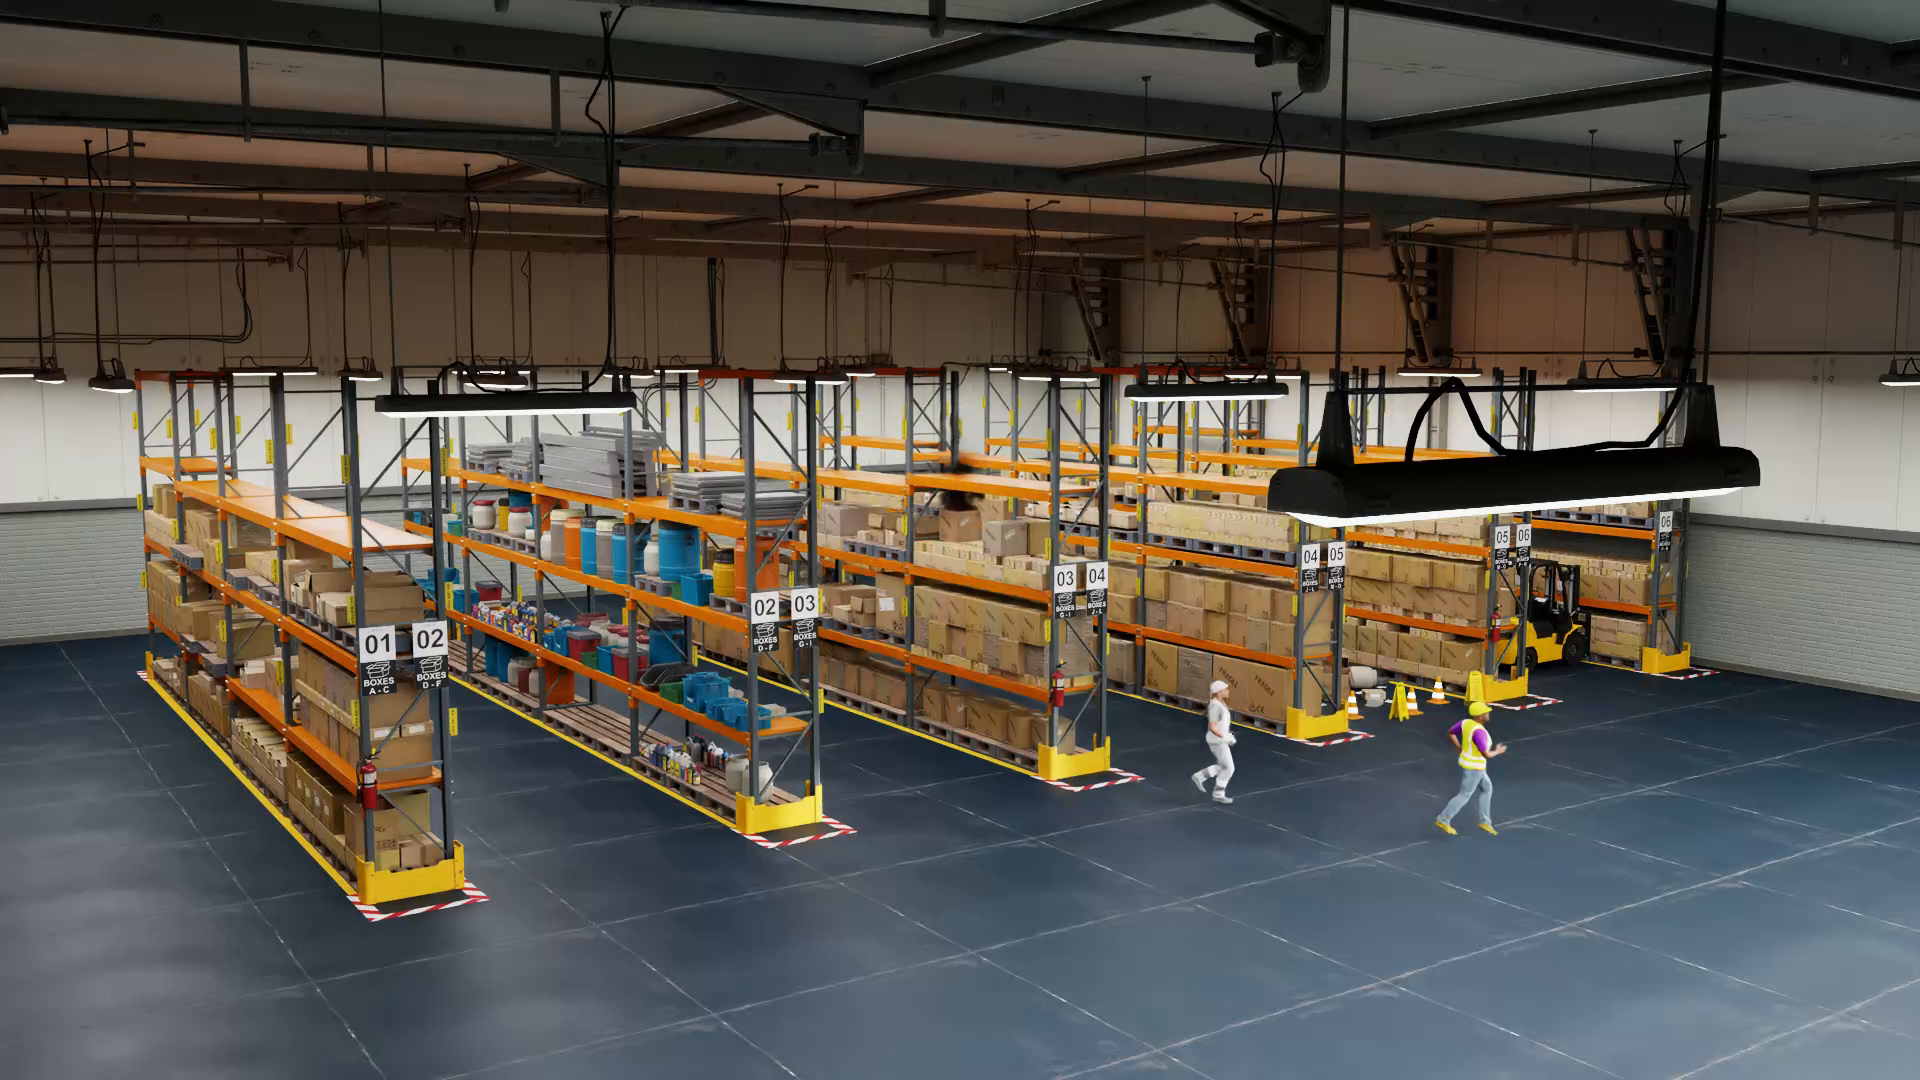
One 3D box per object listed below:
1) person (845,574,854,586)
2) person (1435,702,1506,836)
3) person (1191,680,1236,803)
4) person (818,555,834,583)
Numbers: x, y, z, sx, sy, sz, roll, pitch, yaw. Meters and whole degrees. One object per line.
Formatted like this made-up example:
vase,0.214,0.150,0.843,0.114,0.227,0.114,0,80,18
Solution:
person,-2.358,1.582,34.327,0.630,1.795,0.950,-5,8,-36
person,6.654,3.006,21.748,0.911,1.812,0.711,0,6,1
person,3.568,2.827,23.385,0.635,1.735,0.685,1,7,11
person,-3.421,0.773,42.170,0.847,1.530,0.729,1,6,6
